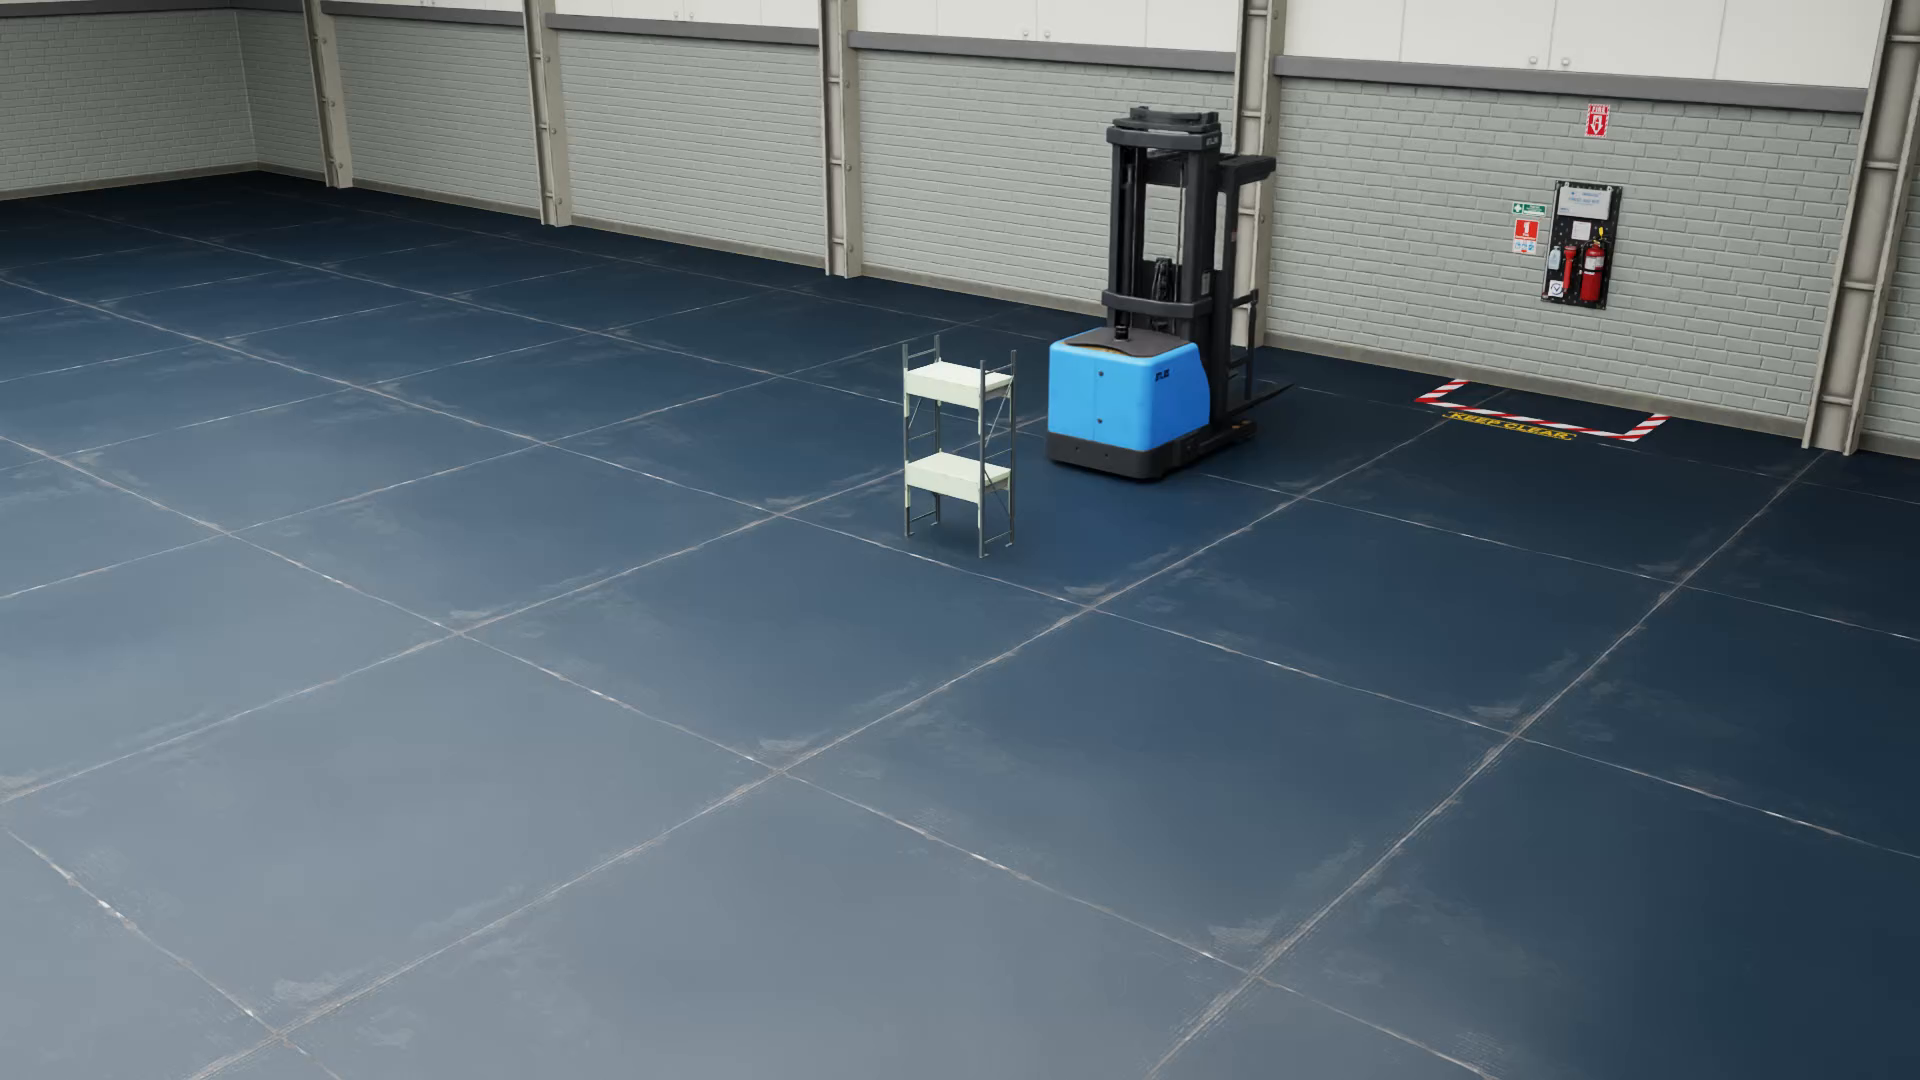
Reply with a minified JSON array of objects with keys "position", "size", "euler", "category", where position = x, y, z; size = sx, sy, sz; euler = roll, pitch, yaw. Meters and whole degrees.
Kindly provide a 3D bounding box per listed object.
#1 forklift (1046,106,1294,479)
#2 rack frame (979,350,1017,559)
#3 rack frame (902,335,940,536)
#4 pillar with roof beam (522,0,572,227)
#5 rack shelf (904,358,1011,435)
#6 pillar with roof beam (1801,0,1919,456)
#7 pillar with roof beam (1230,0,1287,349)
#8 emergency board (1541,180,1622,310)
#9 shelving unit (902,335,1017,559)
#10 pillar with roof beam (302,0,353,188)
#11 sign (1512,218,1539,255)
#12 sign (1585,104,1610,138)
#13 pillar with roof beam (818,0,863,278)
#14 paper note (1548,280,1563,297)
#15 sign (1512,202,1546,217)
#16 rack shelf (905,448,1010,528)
[{"position":[2.041,-2.333,14.702],"size":[1.130,2.935,3.031],"euler":[15,25,35],"category":"forklift"},{"position":[0.278,-0.622,12.191],"size":[0.023,1.500,0.400],"euler":[16,26,36],"category":"rack frame"},{"position":[-0.289,-0.785,12.624],"size":[0.023,1.500,0.400],"euler":[16,26,36],"category":"rack frame"},{"position":[-8.898,-7.875,20.798],"size":[0.400,9.000,9.100],"euler":[16,26,36],"category":"pillar with roof beam"},{"position":[-0.005,-1.068,12.270],"size":[0.720,0.370,0.431],"euler":[16,26,36],"category":"rack shelf"},{"position":[5.047,-3.859,10.149],"size":[0.400,9.000,9.100],"euler":[16,26,36],"category":"pillar with roof beam"},{"position":[0.399,-5.198,13.699],"size":[0.400,9.000,9.100],"euler":[16,26,36],"category":"pillar with roof beam"},{"position":[5.879,-2.791,15.818],"size":[0.643,1.169,0.194],"euler":[16,26,36],"category":"emergency board"},{"position":[-0.005,-0.703,12.407],"size":[0.755,1.500,0.431],"euler":[16,26,36],"category":"shelving unit"},{"position":[-13.546,-9.214,24.348],"size":[0.400,9.000,9.100],"euler":[16,26,36],"category":"pillar with roof beam"},{"position":[5.516,-2.959,16.214],"size":[0.234,0.329,0.001],"euler":[16,26,36],"category":"sign"},{"position":[5.936,-3.905,15.486],"size":[0.199,0.298,0.001],"euler":[16,26,36],"category":"sign"},{"position":[-4.249,-6.537,17.249],"size":[0.400,9.000,9.100],"euler":[16,26,36],"category":"pillar with roof beam"},{"position":[5.785,-2.437,16.128],"size":[0.142,0.148,0.016],"euler":[16,26,36],"category":"paper note"},{"position":[5.514,-3.204,16.111],"size":[0.331,0.109,0.001],"euler":[16,26,36],"category":"sign"},{"position":[-0.005,-0.398,12.523],"size":[0.720,0.370,0.431],"euler":[16,26,36],"category":"rack shelf"}]
